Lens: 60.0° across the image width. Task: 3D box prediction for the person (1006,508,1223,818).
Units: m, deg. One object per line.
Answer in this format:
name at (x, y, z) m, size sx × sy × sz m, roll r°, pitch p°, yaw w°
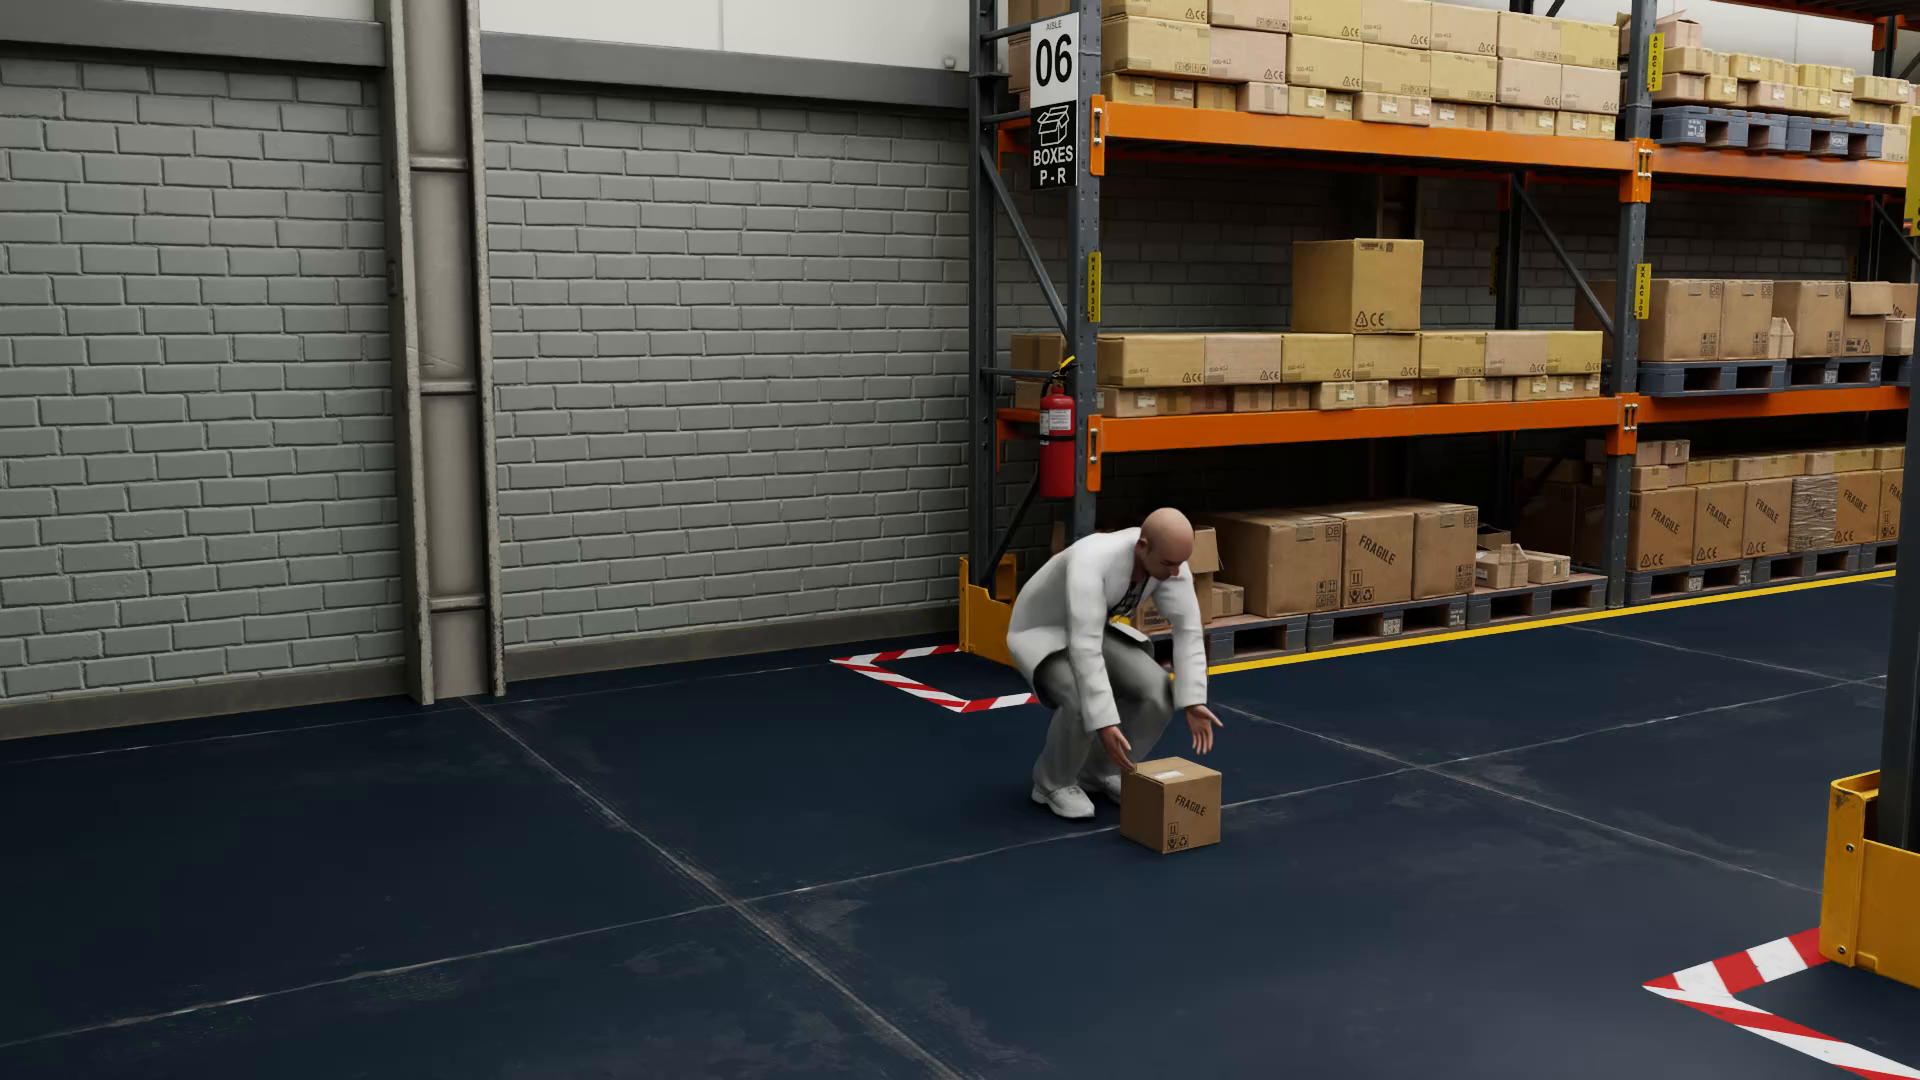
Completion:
person at (0.536, 0.432, 6.105) m, size 0.620 × 1.137 × 0.842 m, roll -5°, pitch 9°, yaw -31°
